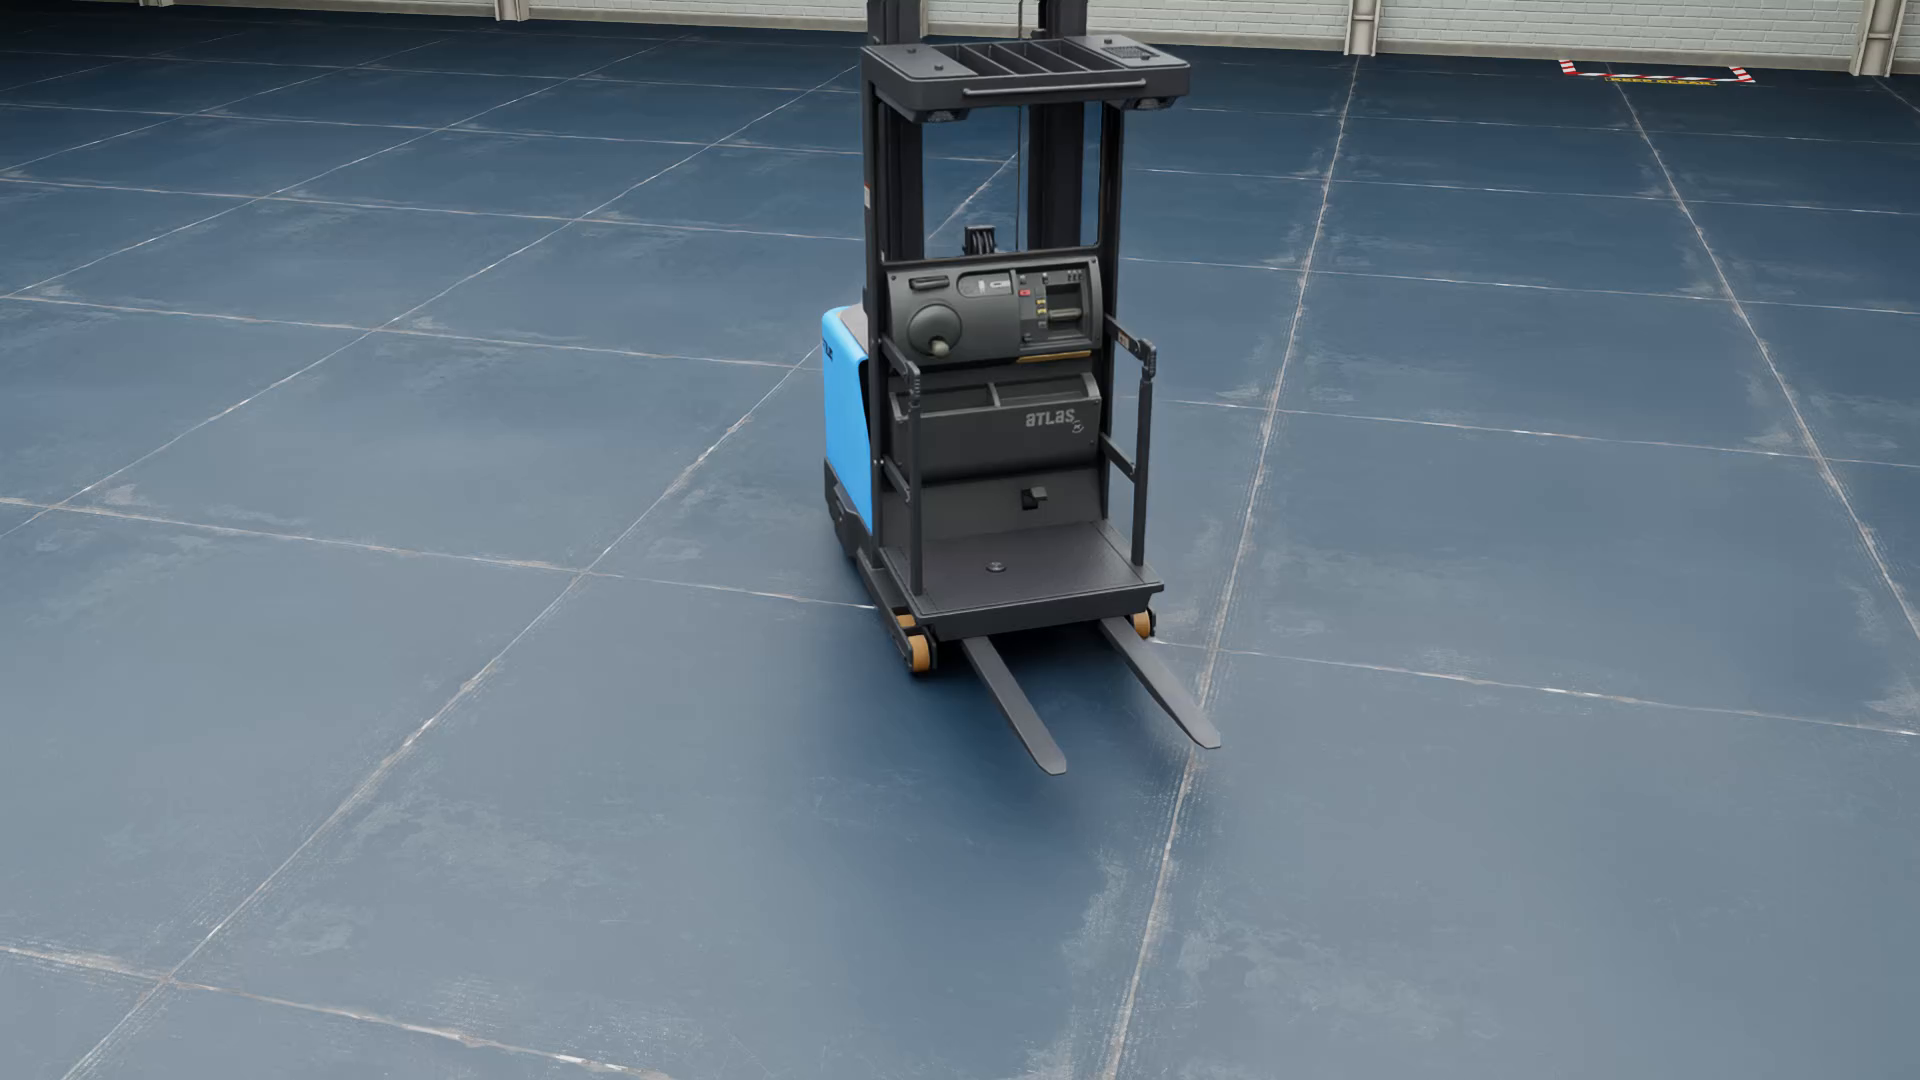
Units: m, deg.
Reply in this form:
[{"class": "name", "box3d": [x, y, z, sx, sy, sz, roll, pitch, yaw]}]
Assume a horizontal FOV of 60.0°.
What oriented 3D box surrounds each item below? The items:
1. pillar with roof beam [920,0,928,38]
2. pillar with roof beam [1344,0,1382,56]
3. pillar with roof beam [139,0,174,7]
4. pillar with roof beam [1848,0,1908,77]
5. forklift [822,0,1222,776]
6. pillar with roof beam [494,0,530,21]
[{"class": "pillar with roof beam", "box3d": [-1.735, -9.176, 17.055, 0.400, 9.000, 9.100, 6, 26, 13]}, {"class": "pillar with roof beam", "box3d": [4.076, -8.534, 15.706, 0.400, 9.000, 9.100, 6, 26, 13]}, {"class": "pillar with roof beam", "box3d": [-13.357, -10.461, 19.754, 0.400, 9.000, 9.100, 6, 26, 13]}, {"class": "pillar with roof beam", "box3d": [9.887, -7.891, 14.357, 0.400, 9.000, 9.100, 6, 26, 13]}, {"class": "forklift", "box3d": [0.216, -0.945, 6.825, 1.130, 2.935, 3.031, -7, 26, -15]}, {"class": "pillar with roof beam", "box3d": [-7.546, -9.818, 18.404, 0.400, 9.000, 9.100, 6, 26, 13]}]
